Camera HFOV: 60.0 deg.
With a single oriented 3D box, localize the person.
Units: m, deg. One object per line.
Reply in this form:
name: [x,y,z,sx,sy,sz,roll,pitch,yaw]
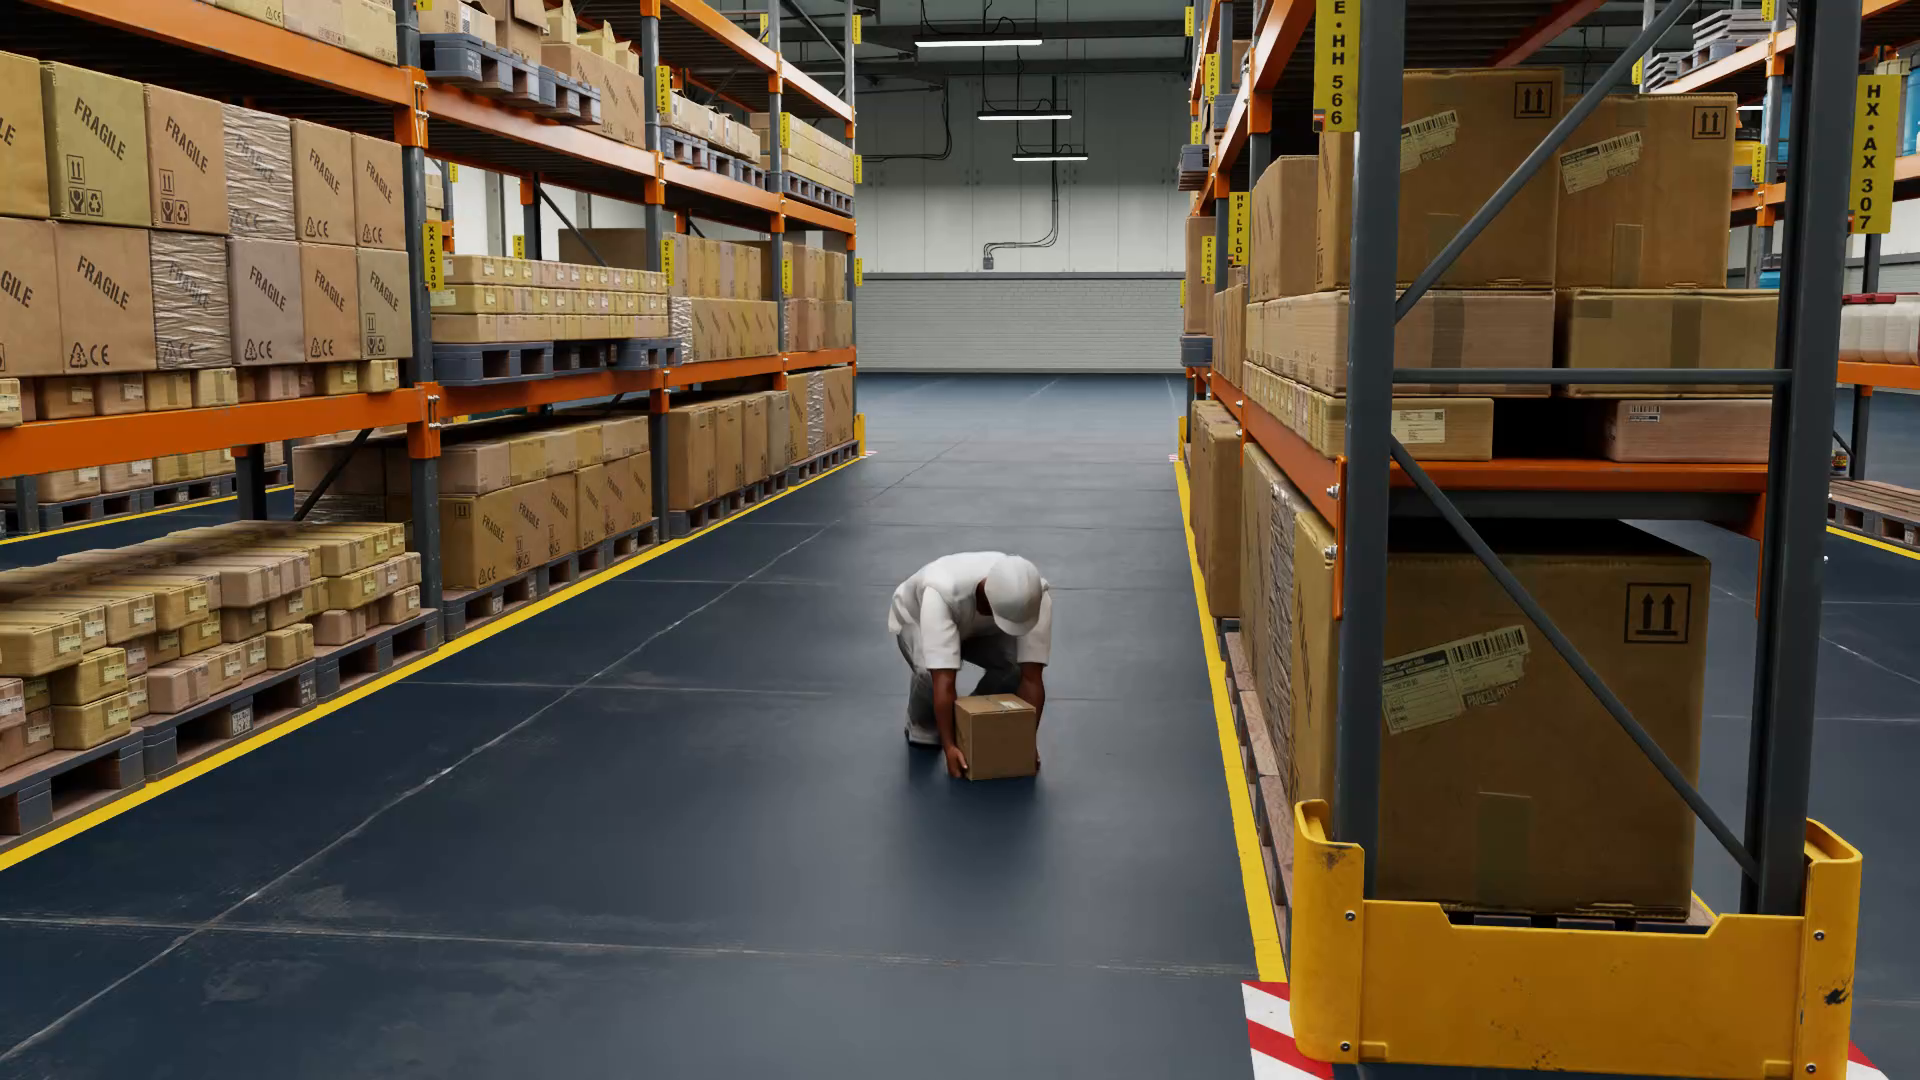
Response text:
person: [0.060,0.438,6.341,0.532,0.859,0.946,-3,8,-19]
